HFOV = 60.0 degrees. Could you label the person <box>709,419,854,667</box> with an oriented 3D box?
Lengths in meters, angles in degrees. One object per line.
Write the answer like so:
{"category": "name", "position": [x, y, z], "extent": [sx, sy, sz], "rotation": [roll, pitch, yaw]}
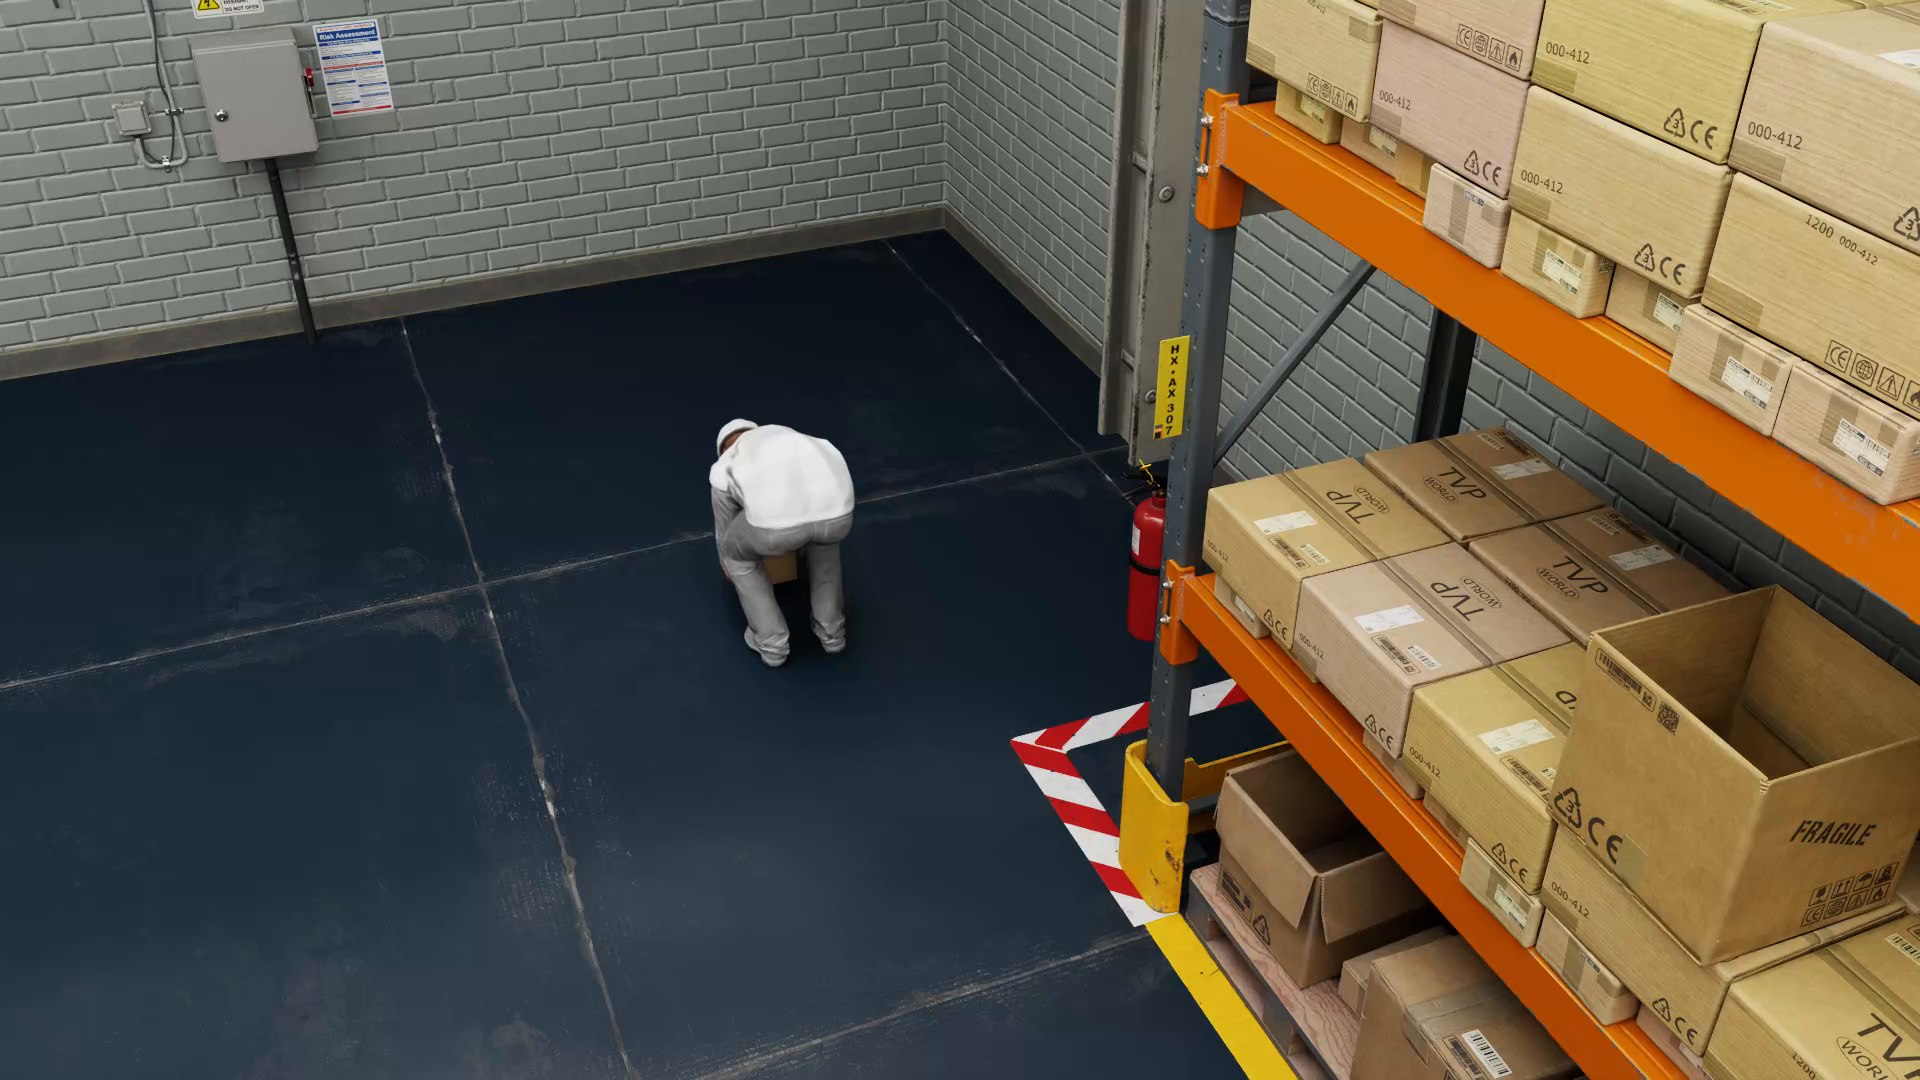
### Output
{"category": "person", "position": [-0.776, -0.074, 6.943], "extent": [0.508, 0.988, 0.997], "rotation": [-15, 36, -21]}
